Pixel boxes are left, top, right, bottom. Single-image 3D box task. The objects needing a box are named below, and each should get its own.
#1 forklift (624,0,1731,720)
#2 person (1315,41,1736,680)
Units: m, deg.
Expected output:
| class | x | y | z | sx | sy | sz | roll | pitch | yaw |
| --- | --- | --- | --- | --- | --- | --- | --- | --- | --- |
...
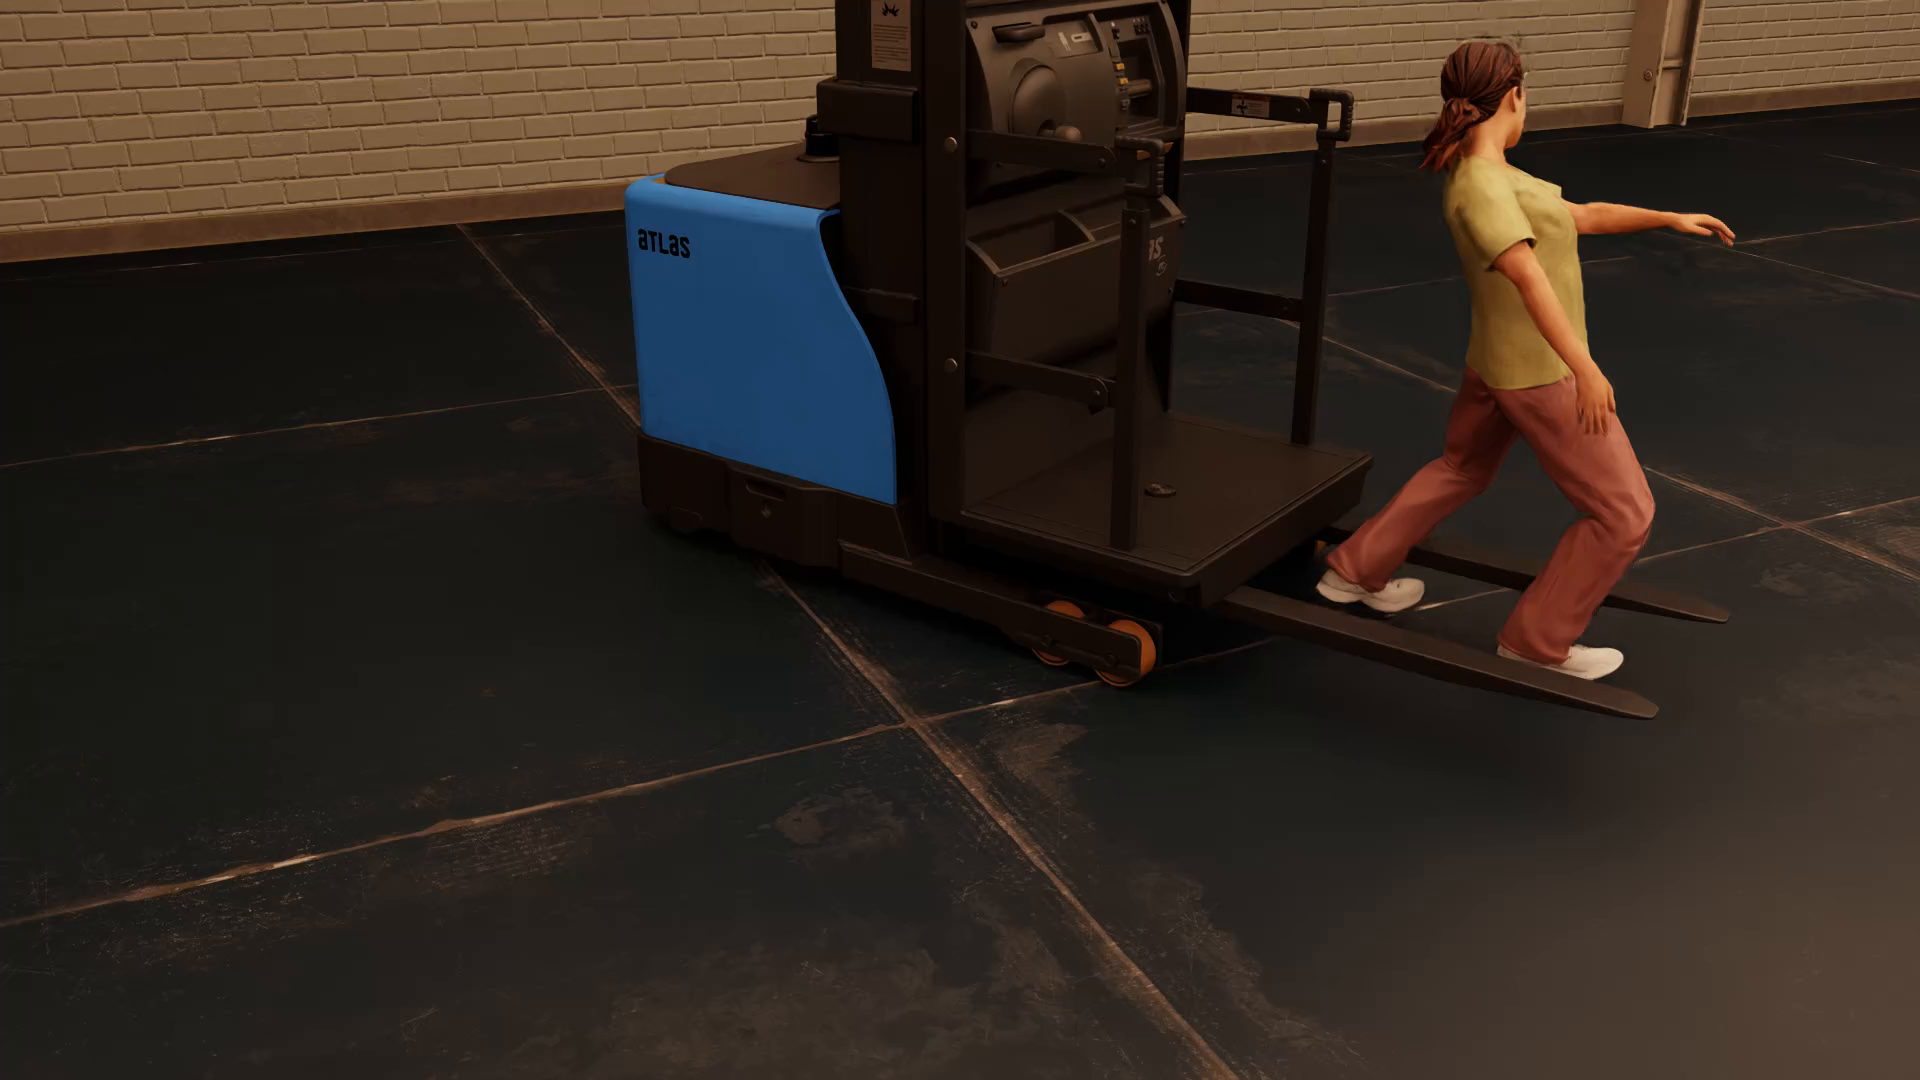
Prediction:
| class | x | y | z | sx | sy | sz | roll | pitch | yaw |
| --- | --- | --- | --- | --- | --- | --- | --- | --- | --- |
| forklift | 0.488 | -1.213 | 4.206 | 3.031 | 2.935 | 1.130 | 16 | 27 | 34 |
| person | 1.396 | -0.404 | 4.025 | 0.824 | 1.510 | 0.773 | -1 | 23 | -3 |
